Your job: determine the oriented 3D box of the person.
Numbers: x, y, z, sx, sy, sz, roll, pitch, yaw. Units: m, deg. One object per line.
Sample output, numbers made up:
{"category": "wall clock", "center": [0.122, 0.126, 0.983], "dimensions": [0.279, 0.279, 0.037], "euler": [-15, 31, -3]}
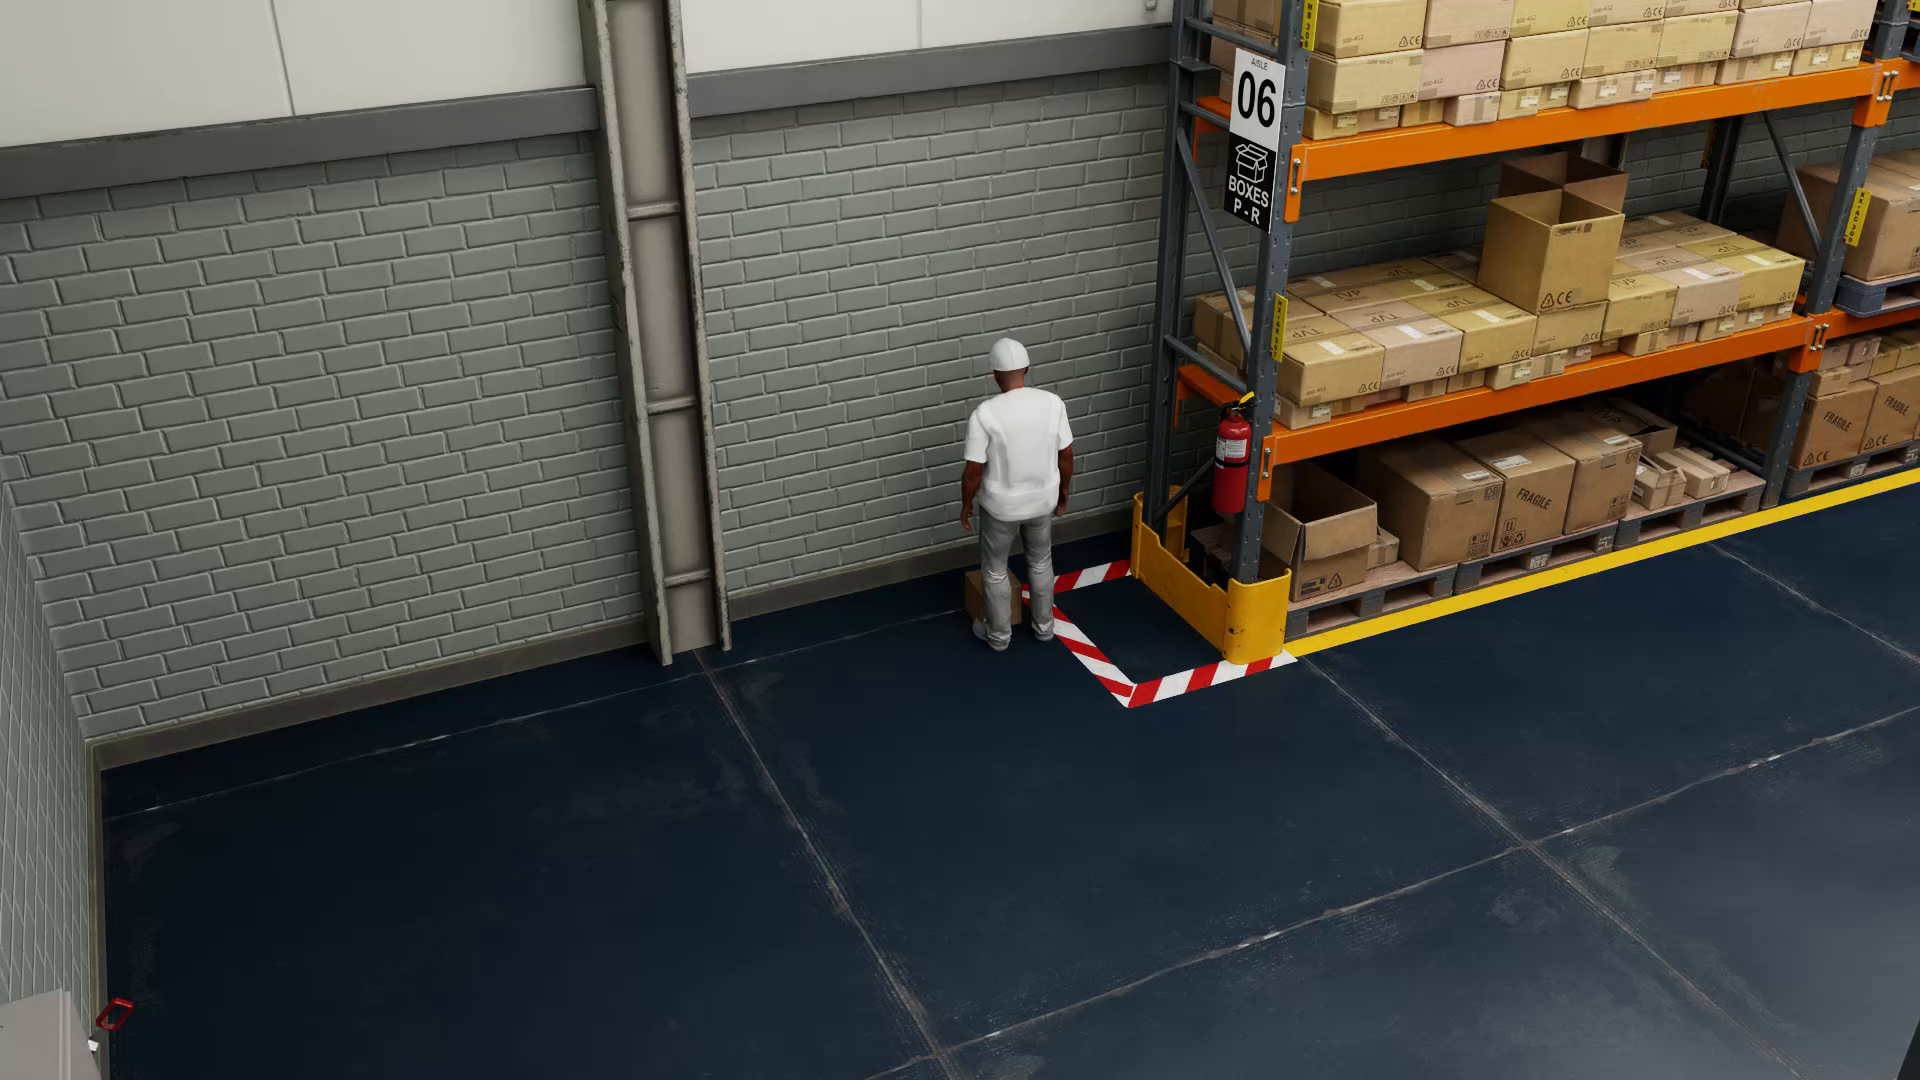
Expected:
{"category": "person", "center": [0.292, -0.241, 8.842], "dimensions": [0.625, 1.661, 0.357], "euler": [-10, 31, -16]}
